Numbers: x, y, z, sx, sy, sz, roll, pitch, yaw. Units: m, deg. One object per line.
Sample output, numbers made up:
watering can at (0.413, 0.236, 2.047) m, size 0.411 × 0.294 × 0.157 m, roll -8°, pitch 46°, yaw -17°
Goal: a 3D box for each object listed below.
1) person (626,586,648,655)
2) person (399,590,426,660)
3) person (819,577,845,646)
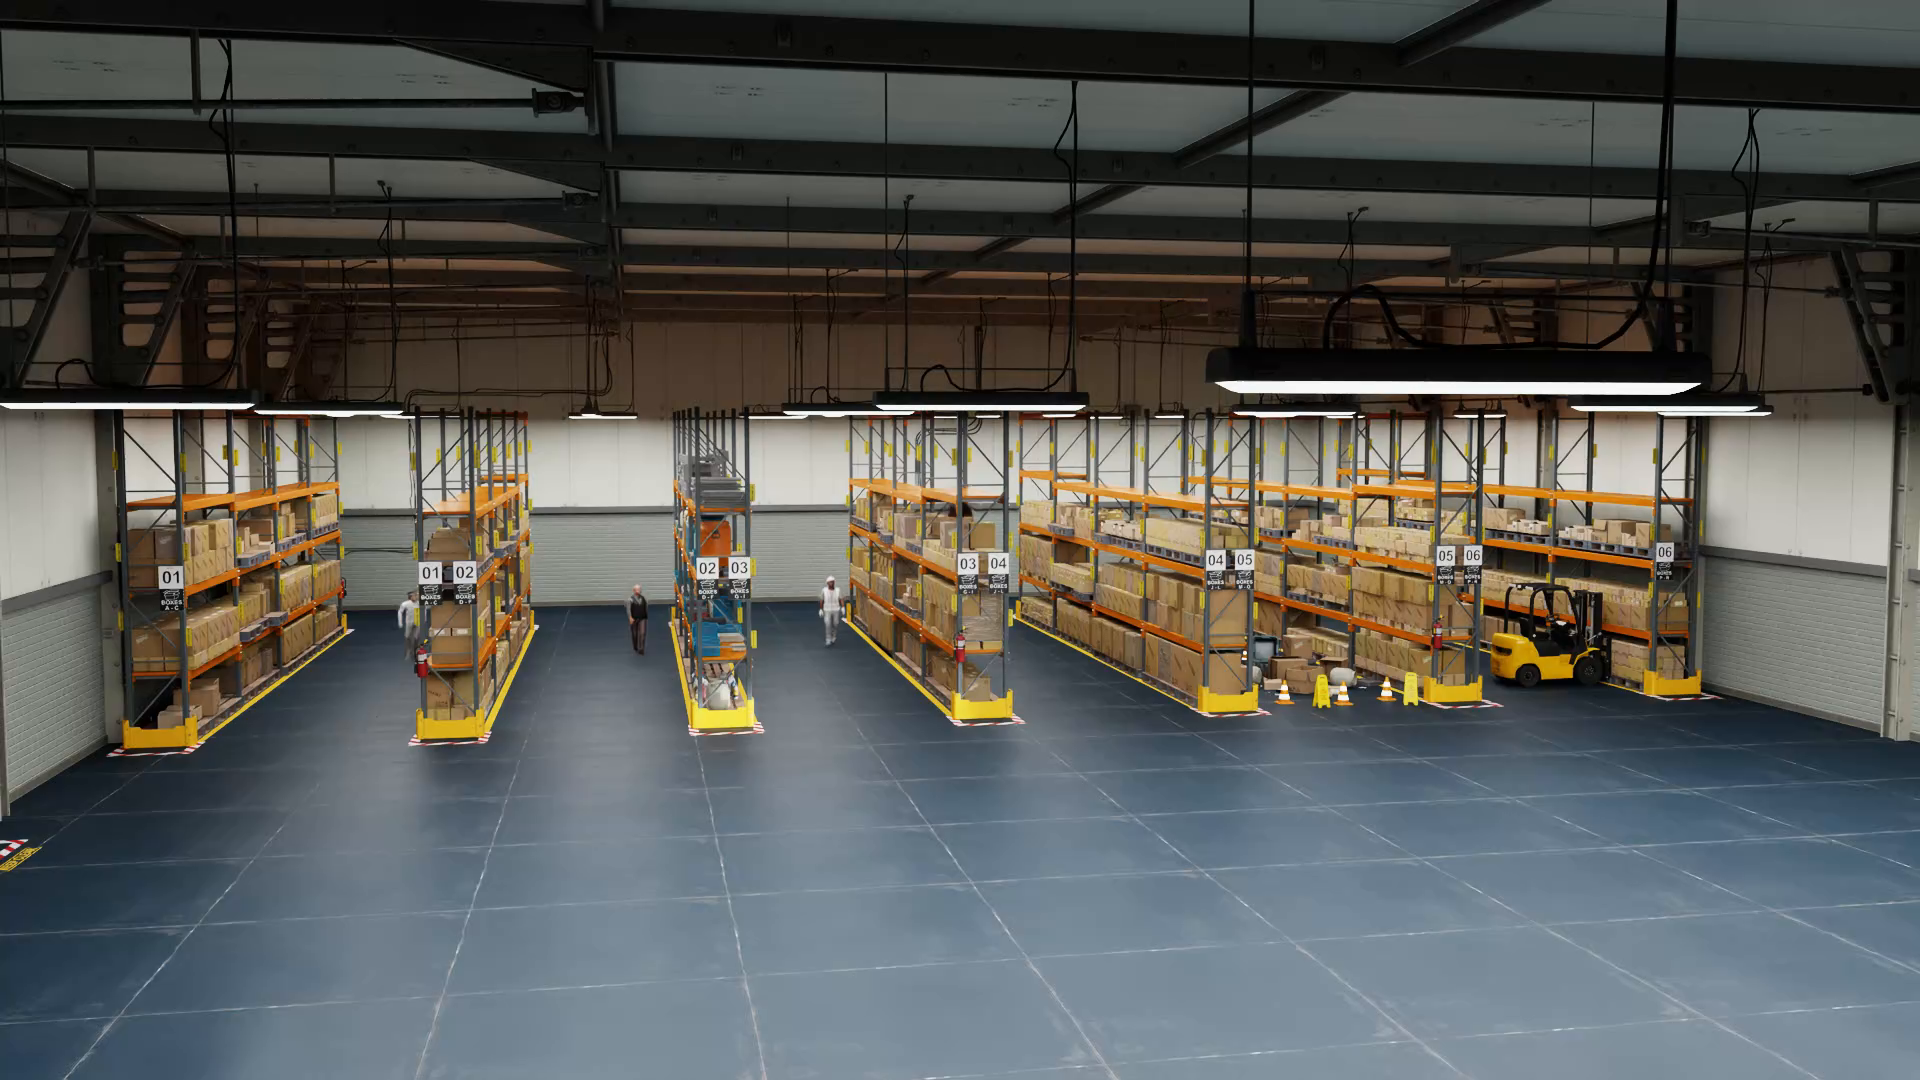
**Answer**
person at (-7.965, 1.974, 41.020) m, size 0.504 × 1.684 × 1.012 m, roll 0°, pitch 4°, yaw -7°
person at (-13.285, 2.042, 40.381) m, size 0.664 × 1.666 × 0.958 m, roll -1°, pitch 4°, yaw -11°
person at (-3.269, 1.809, 42.512) m, size 0.643 × 1.729 × 1.020 m, roll -1°, pitch 4°, yaw -10°
